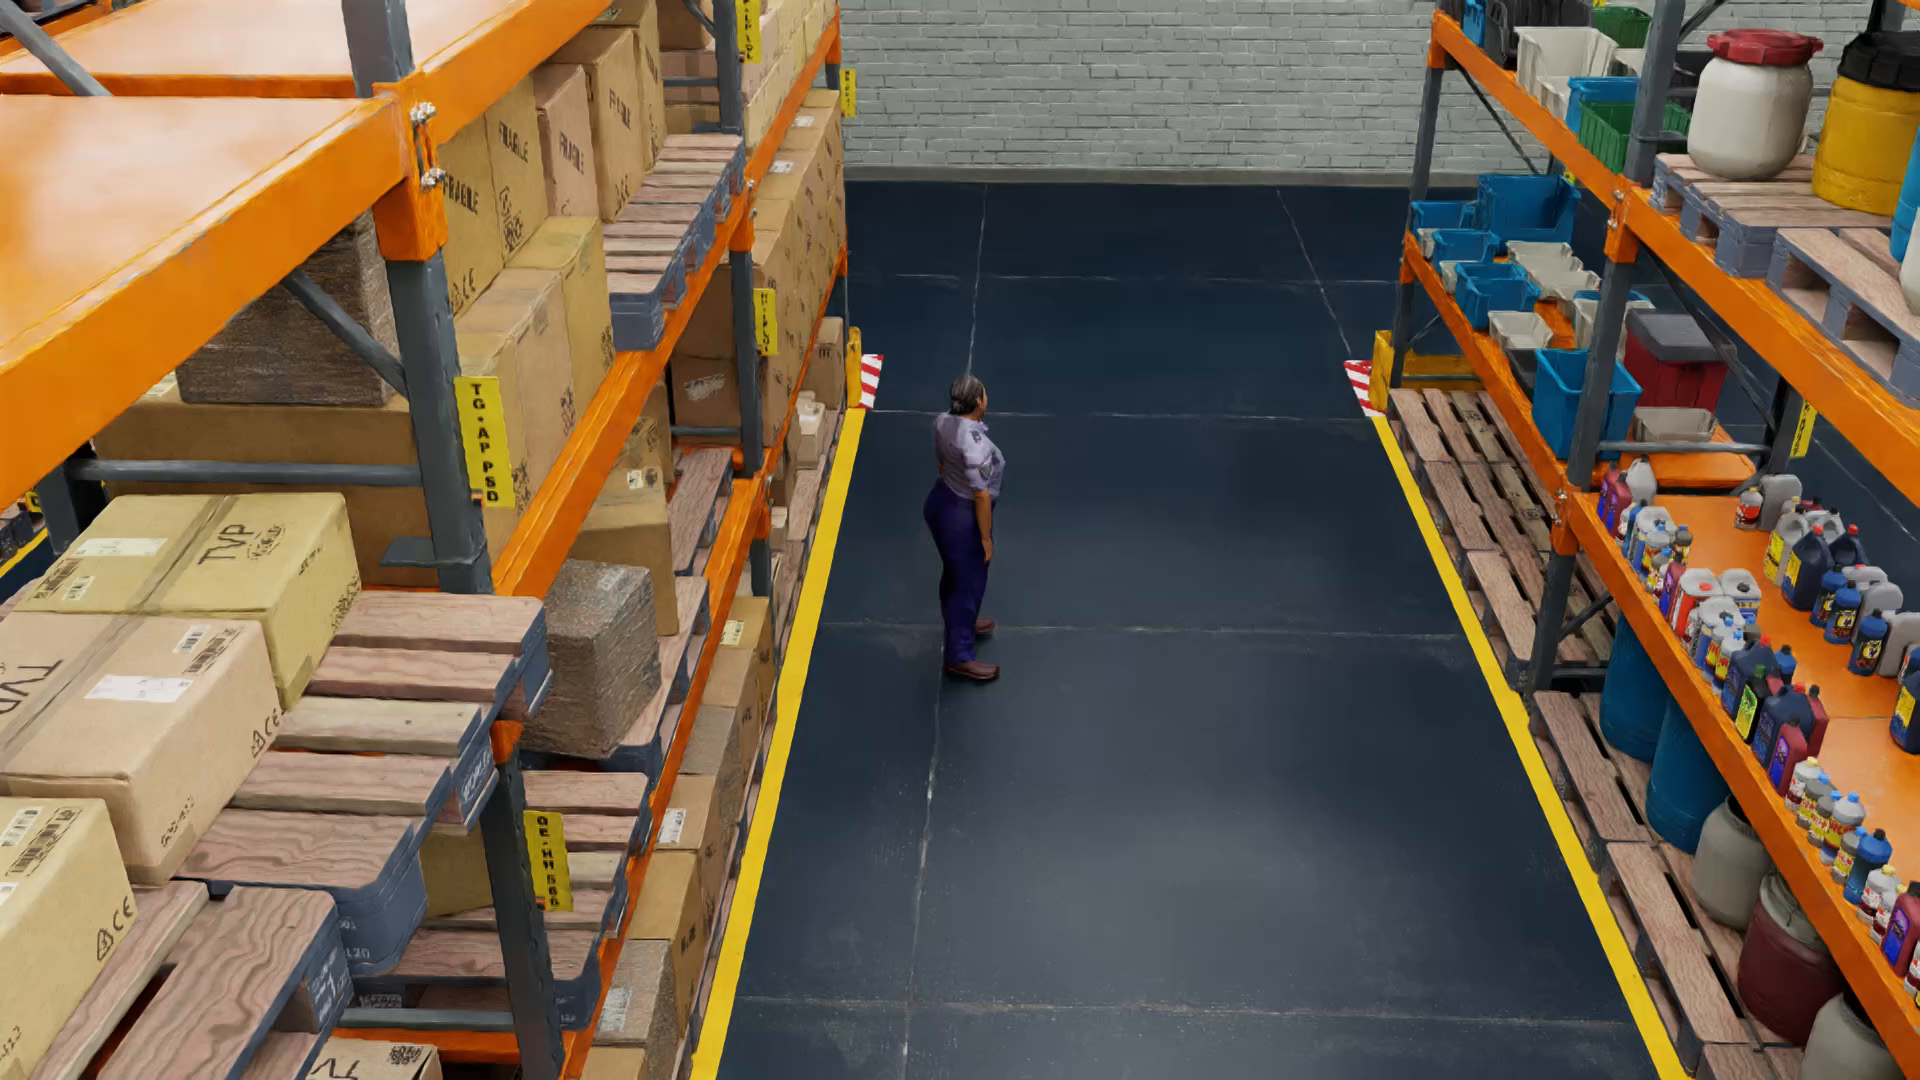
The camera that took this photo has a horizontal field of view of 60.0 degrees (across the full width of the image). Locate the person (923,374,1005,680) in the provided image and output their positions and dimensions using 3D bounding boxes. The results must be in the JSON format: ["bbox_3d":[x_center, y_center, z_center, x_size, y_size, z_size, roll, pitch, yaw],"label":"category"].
[{"bbox_3d":[0.063,-0.106,8.784,0.443,1.656,0.575,-13,31,-22],"label":"person"}]
